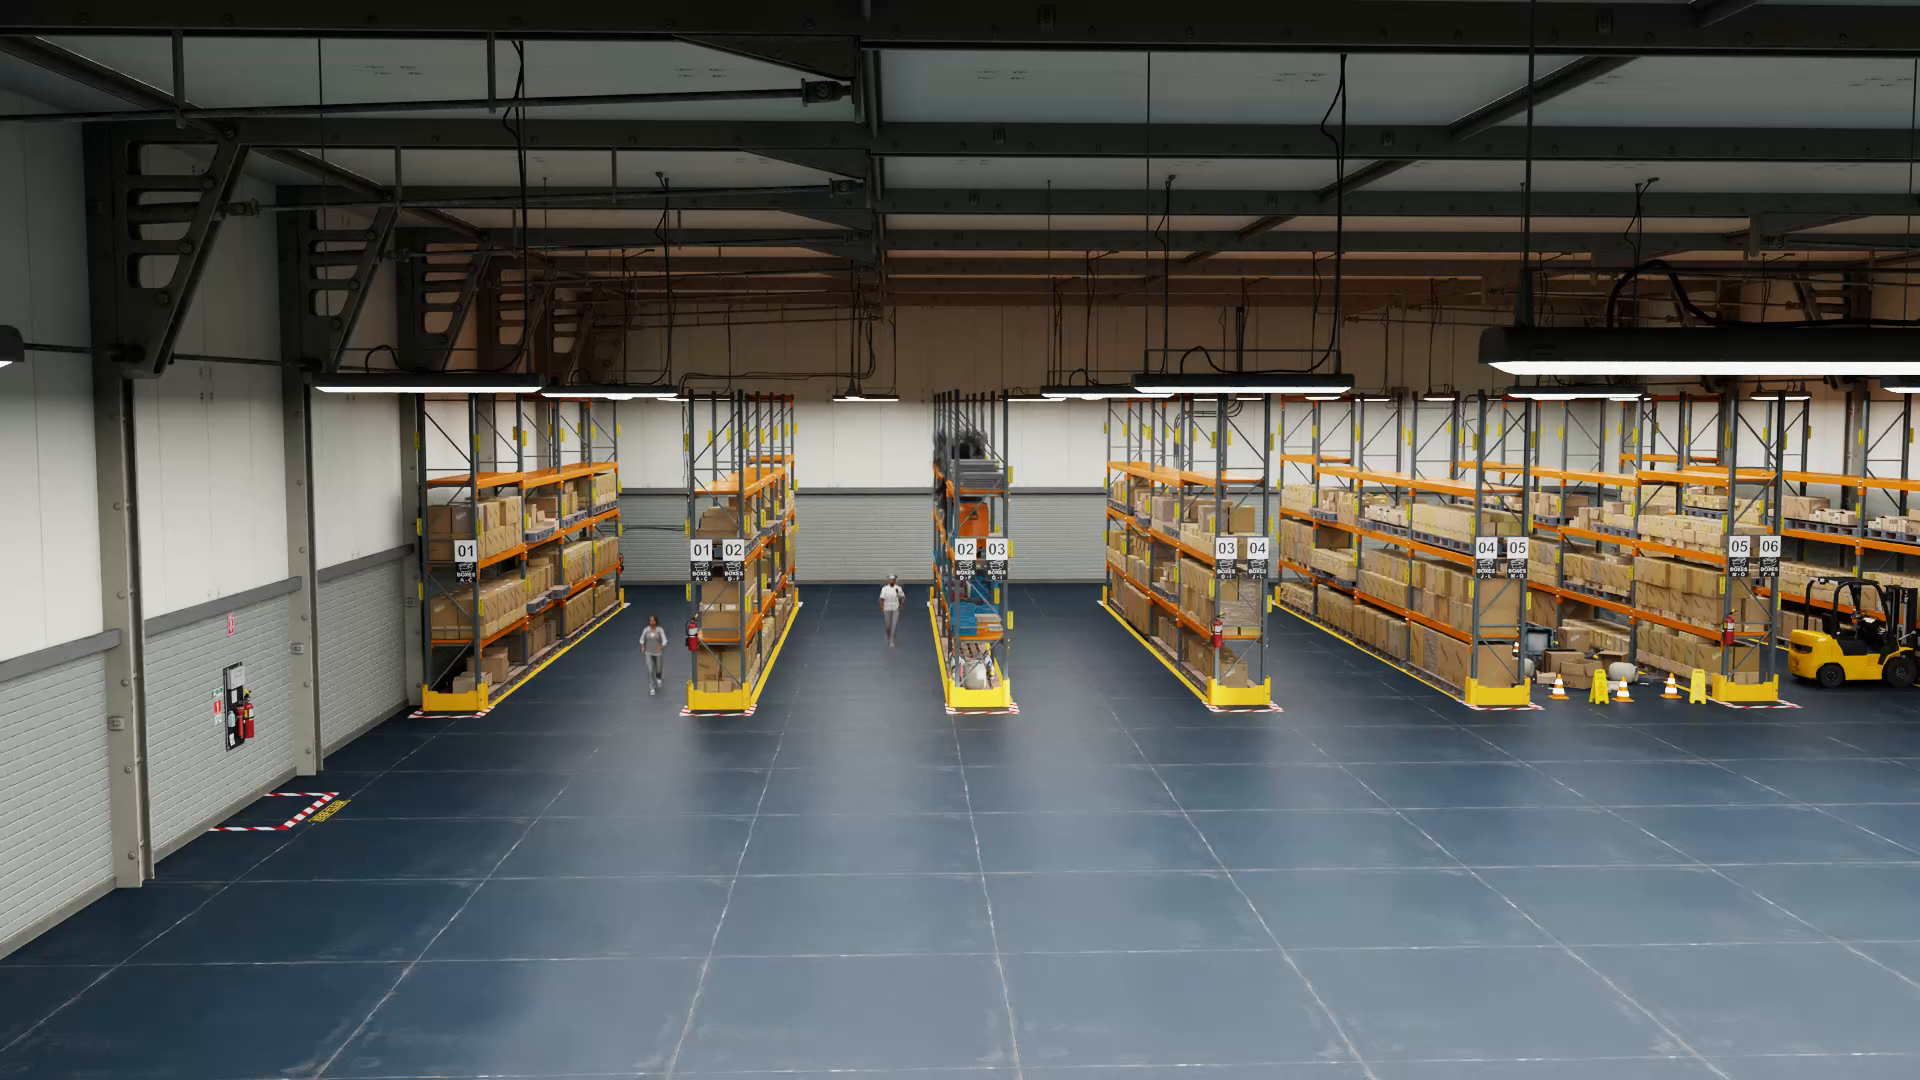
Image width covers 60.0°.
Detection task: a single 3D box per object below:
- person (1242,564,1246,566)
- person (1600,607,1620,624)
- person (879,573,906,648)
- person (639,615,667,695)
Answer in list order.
[{"bbox_3d":[8.056,1.019,48.119,0.566,1.594,0.833,4,6,42],"label":"person"},{"bbox_3d":[16.494,1.445,42.330,0.652,1.677,0.631,-1,5,-7],"label":"person"},{"bbox_3d":[-1.512,1.564,37.309,0.593,1.652,0.672,0,5,-2],"label":"person"},{"bbox_3d":[-6.074,2.263,32.902,0.541,1.552,0.666,0,5,-6],"label":"person"}]
